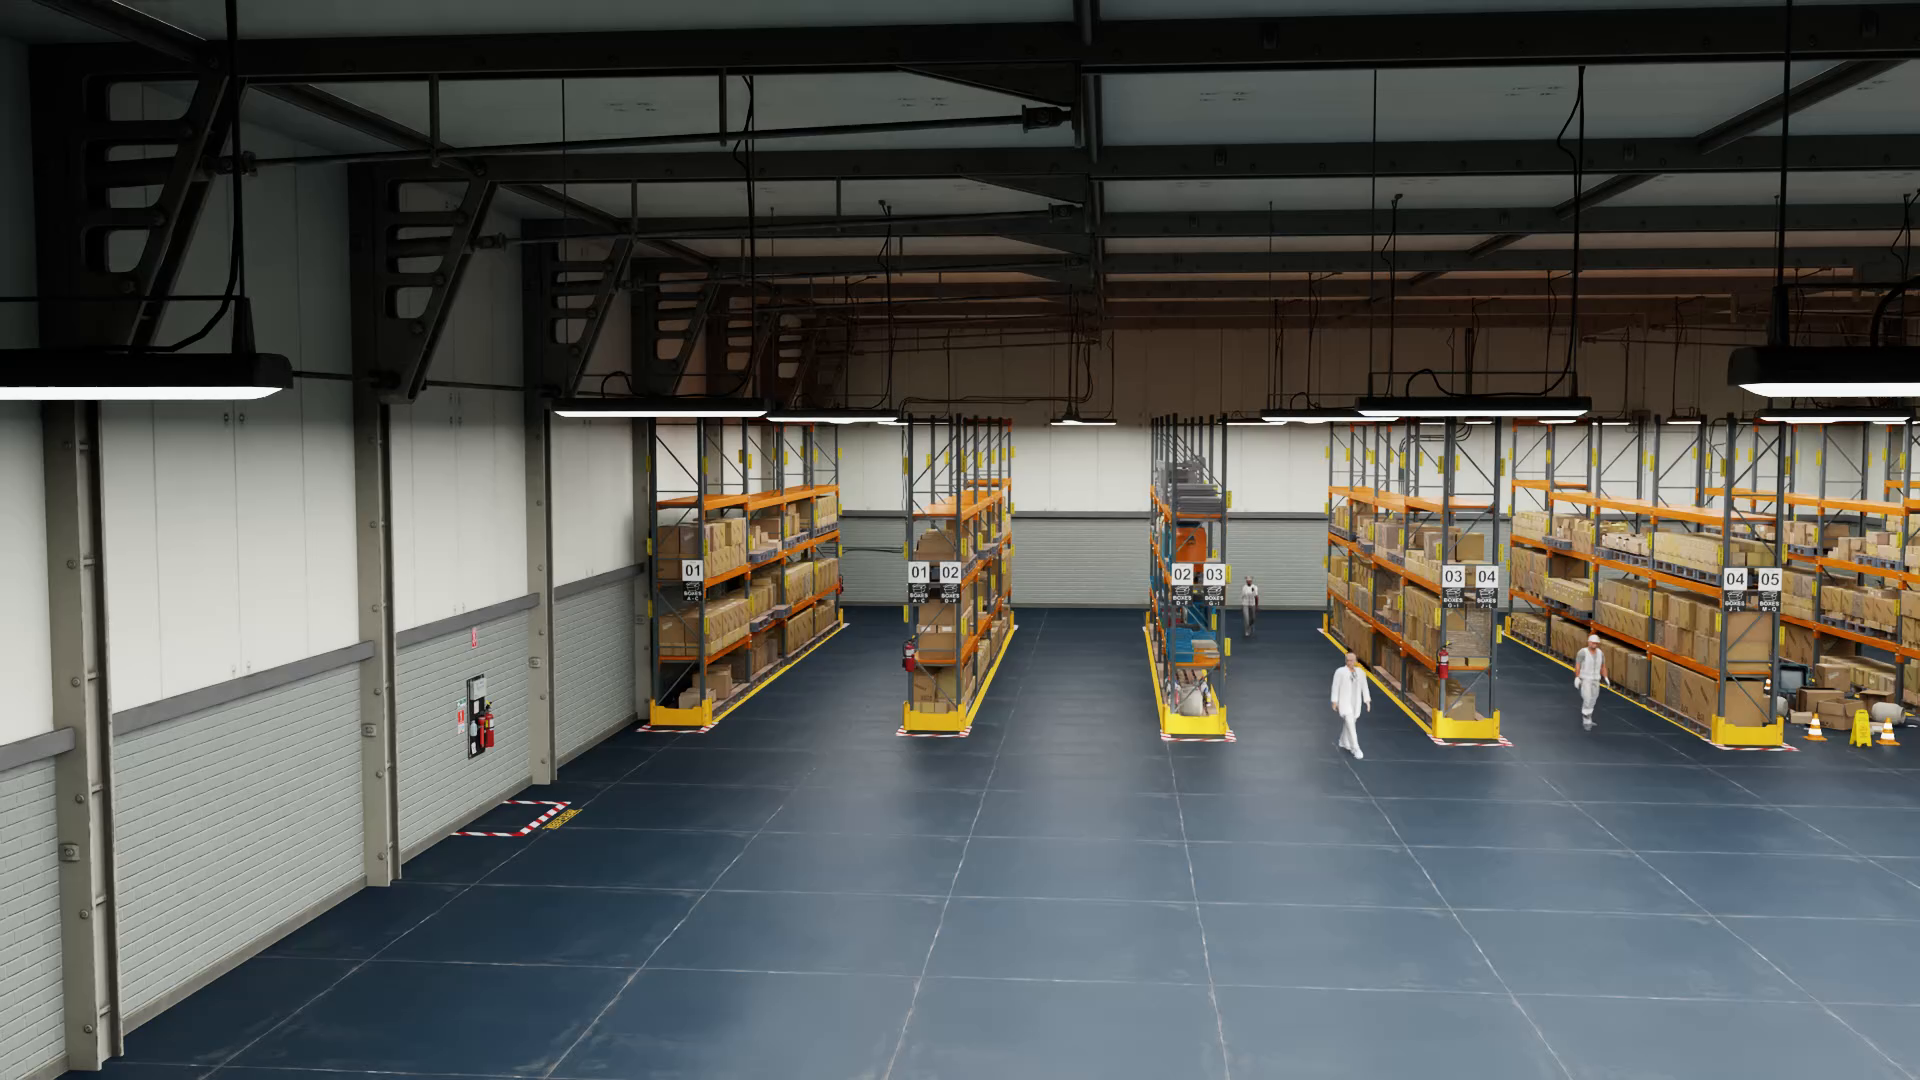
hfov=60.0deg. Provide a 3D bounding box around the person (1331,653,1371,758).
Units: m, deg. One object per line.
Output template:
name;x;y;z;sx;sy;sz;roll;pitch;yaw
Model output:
person;6.880;2.867;29.187;0.605;1.764;0.948;-1;4;-16

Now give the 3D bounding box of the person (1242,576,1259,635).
person;8.020;1.792;46.043;0.456;1.636;0.863;0;4;3

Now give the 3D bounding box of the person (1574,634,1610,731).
person;12.033;2.717;31.707;0.611;1.846;0.492;-1;4;-11
